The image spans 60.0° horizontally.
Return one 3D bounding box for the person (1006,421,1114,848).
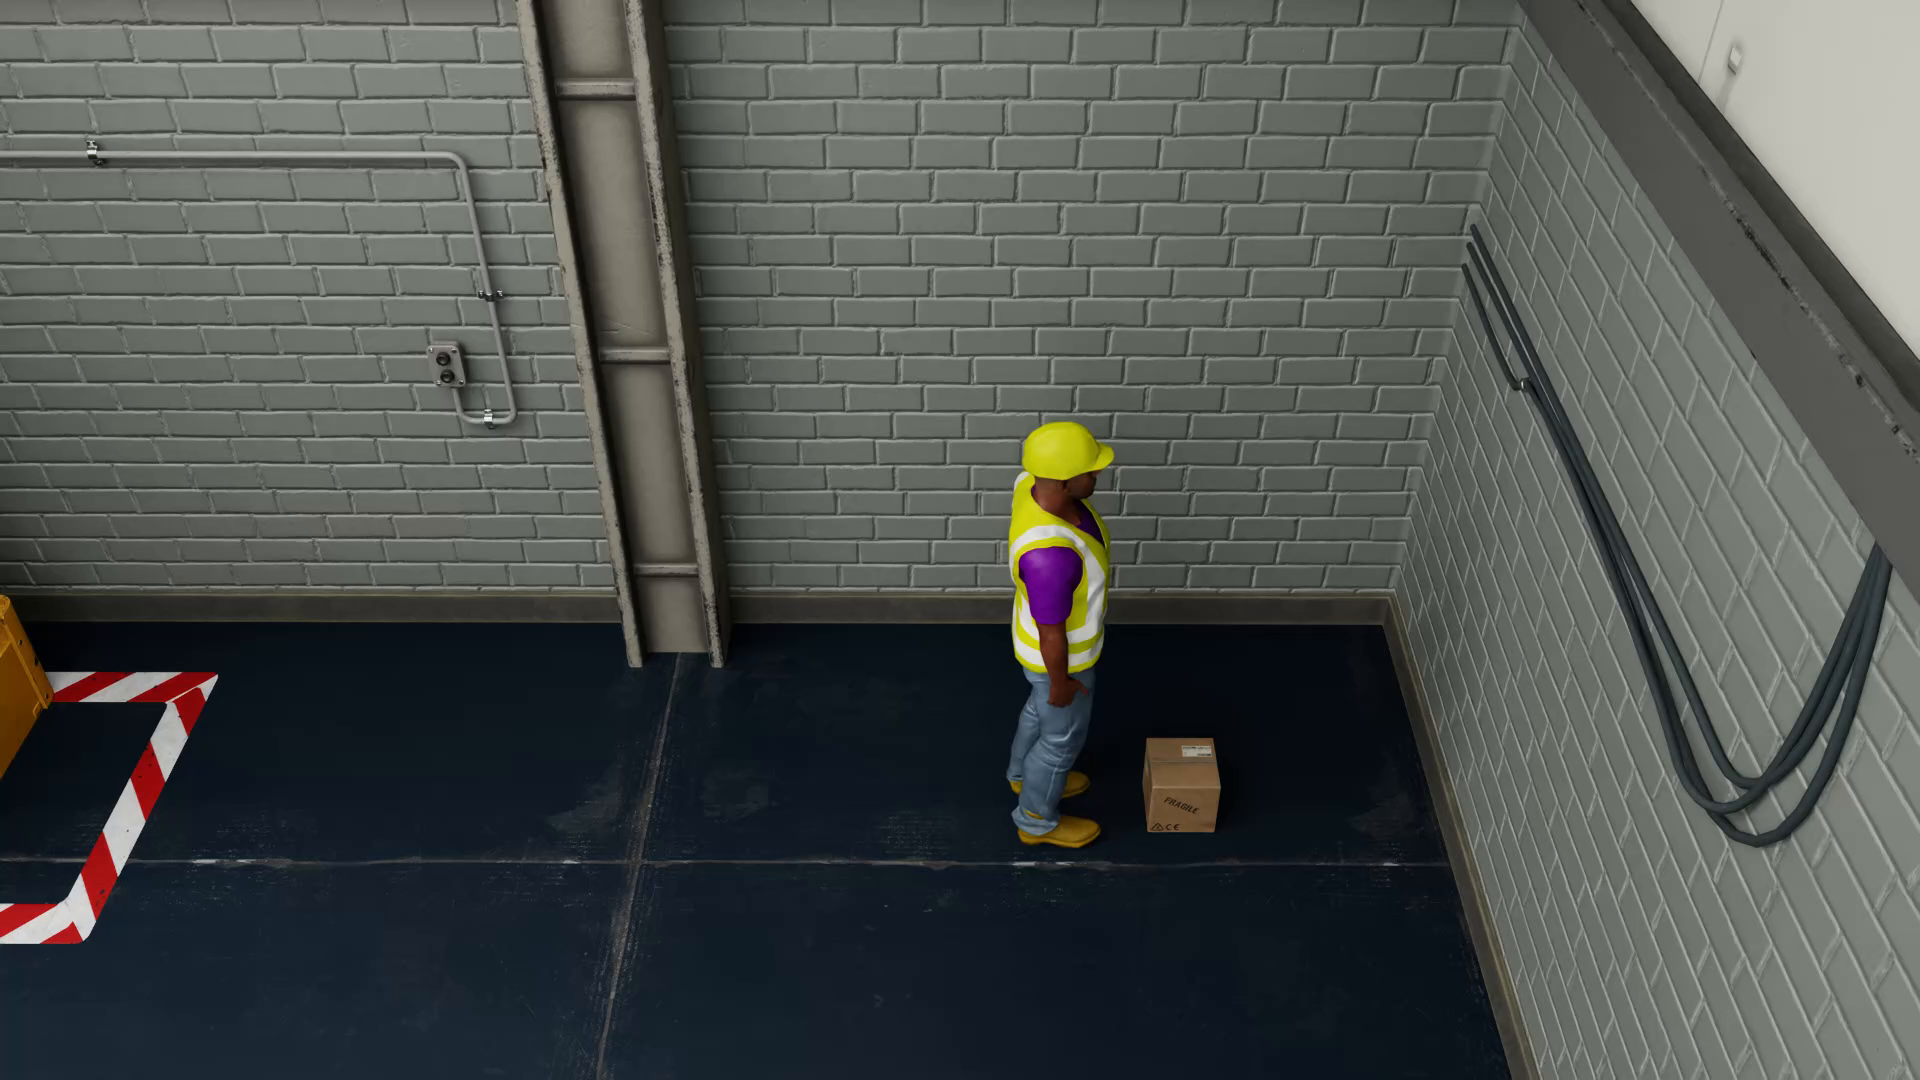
[{"bbox_3d":[0.344,0.330,5.742,0.365,1.766,0.562,1,39,1],"label":"person"}]
